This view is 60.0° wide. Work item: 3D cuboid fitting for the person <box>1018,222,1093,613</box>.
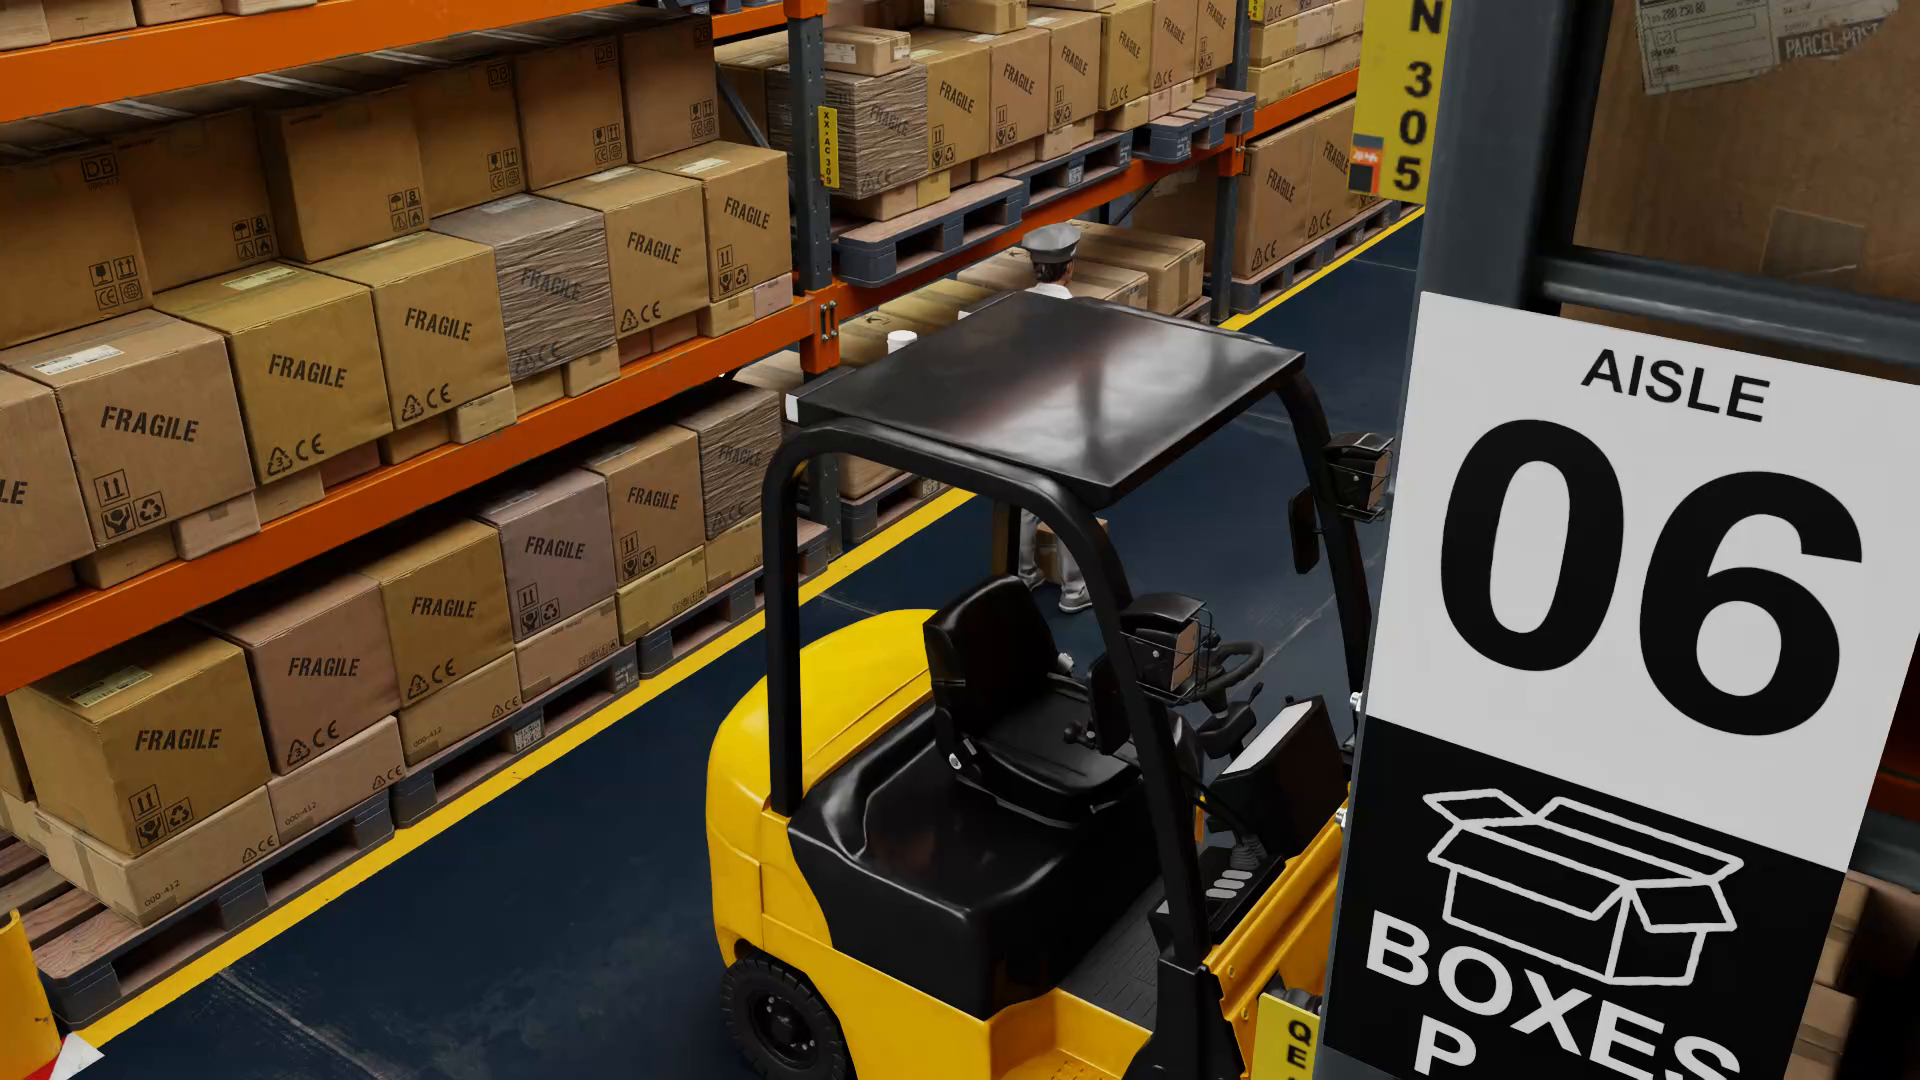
[{"bbox_3d":[0.375,-0.495,7.079,0.547,1.663,0.376,15,31,27],"label":"person"}]
